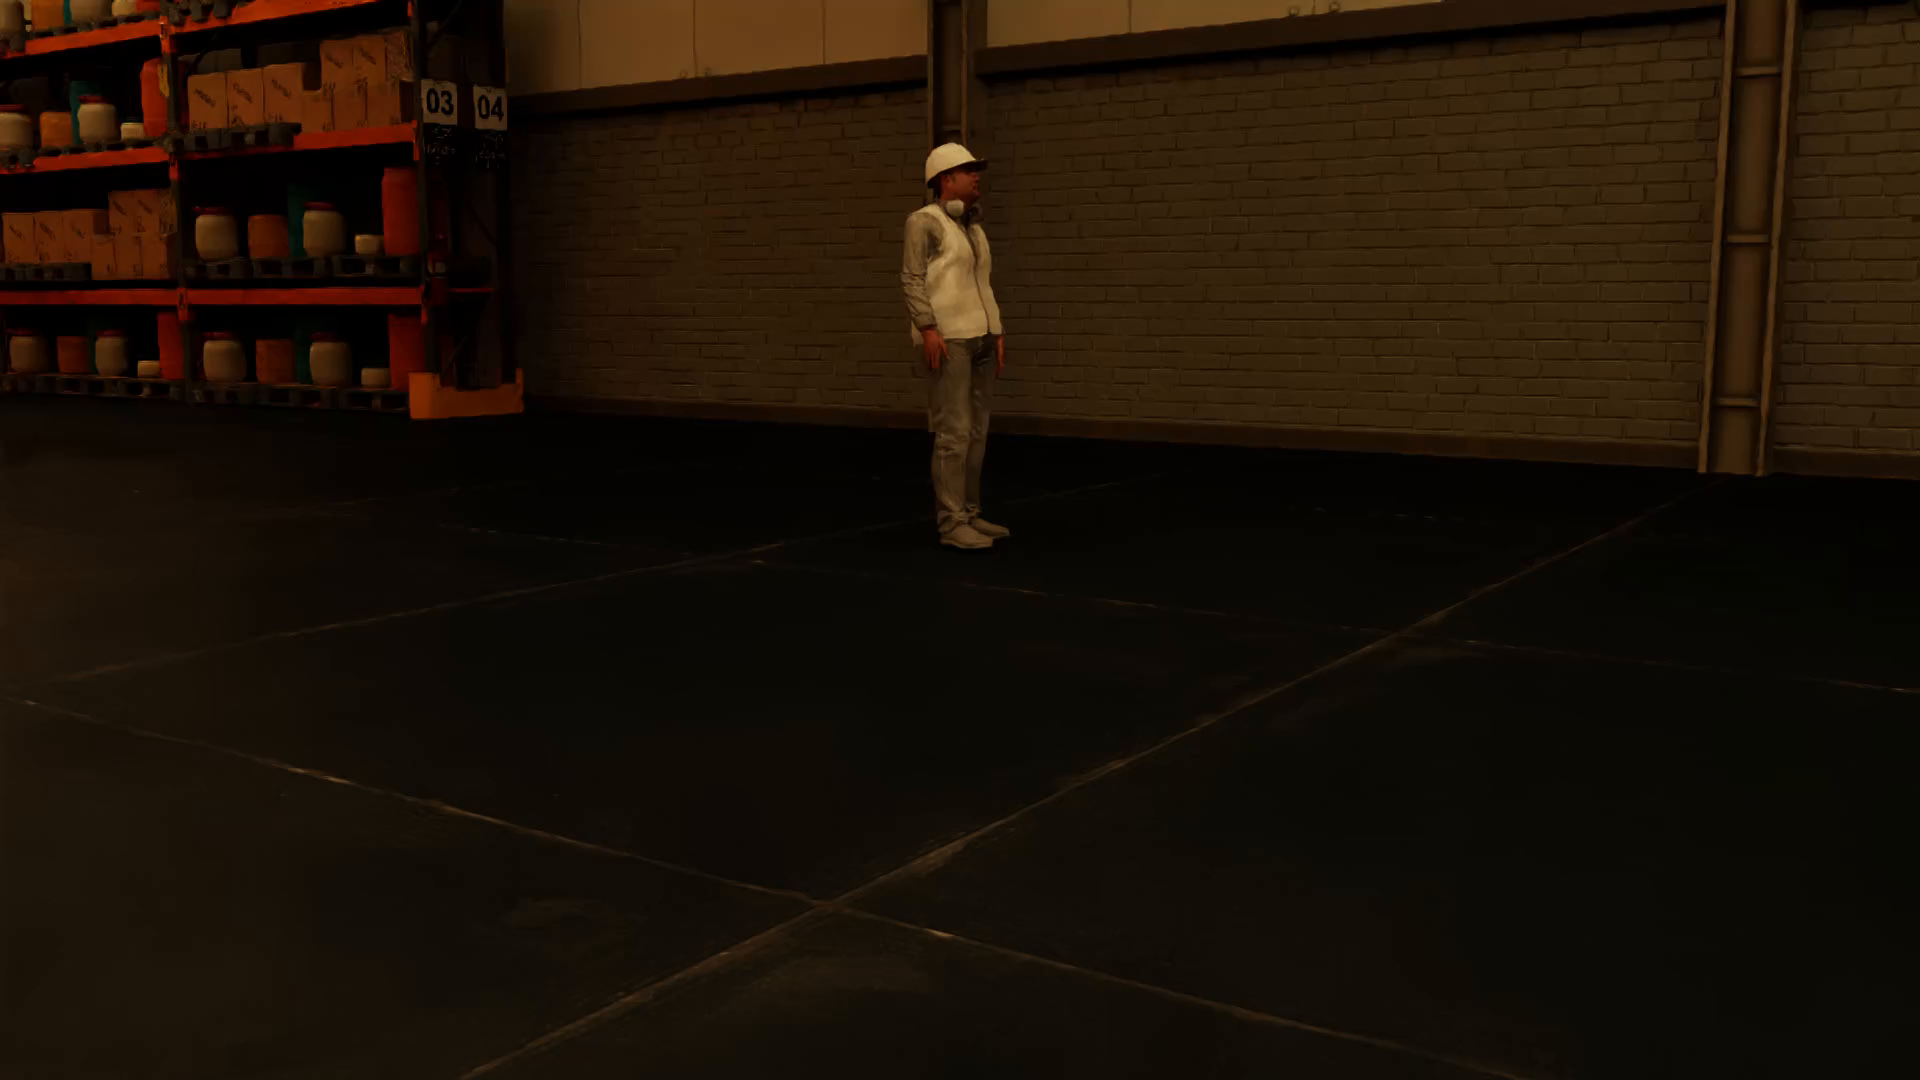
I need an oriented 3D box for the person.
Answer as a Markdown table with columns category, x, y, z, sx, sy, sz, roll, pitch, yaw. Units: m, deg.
| category | x | y | z | sx | sy | sz | roll | pitch | yaw |
| --- | --- | --- | --- | --- | --- | --- | --- | --- | --- |
| person | 0.047 | -0.880 | 7.437 | 0.567 | 1.773 | 0.632 | 5 | 10 | 34 |
